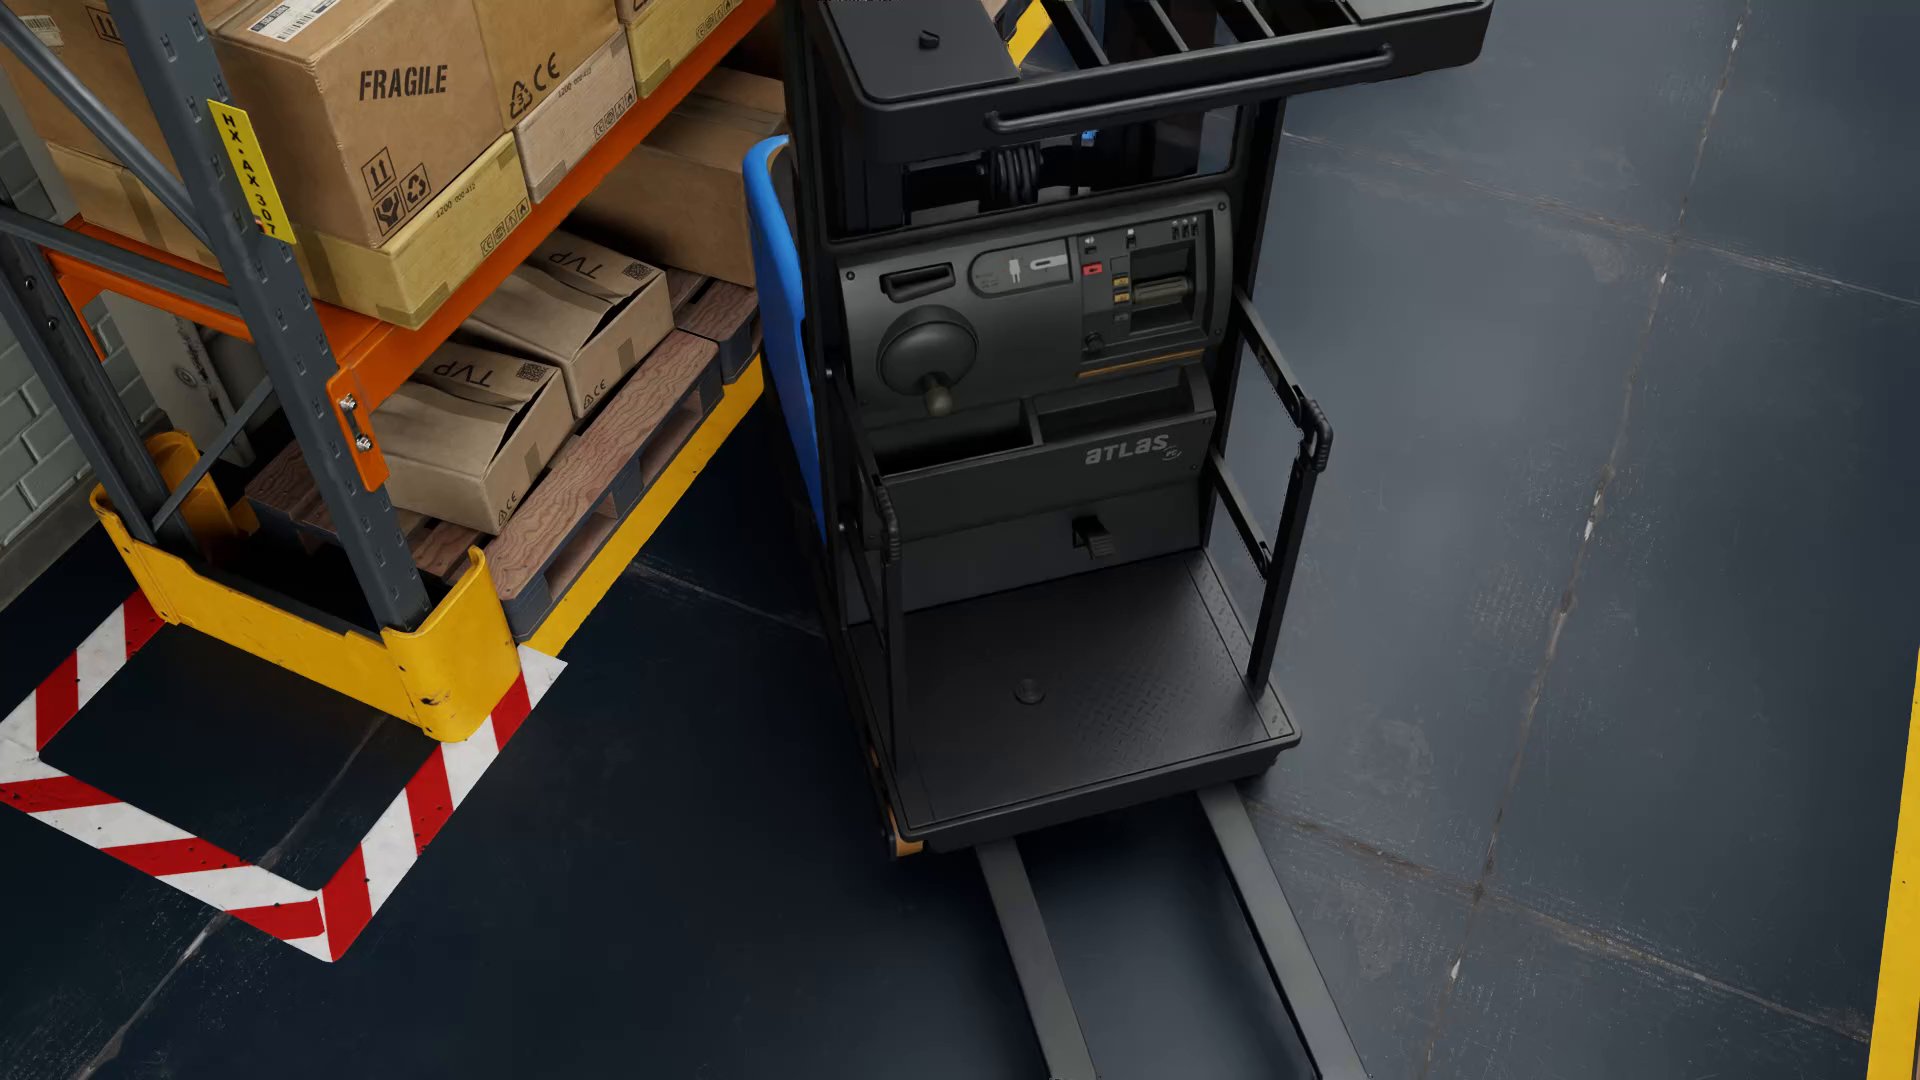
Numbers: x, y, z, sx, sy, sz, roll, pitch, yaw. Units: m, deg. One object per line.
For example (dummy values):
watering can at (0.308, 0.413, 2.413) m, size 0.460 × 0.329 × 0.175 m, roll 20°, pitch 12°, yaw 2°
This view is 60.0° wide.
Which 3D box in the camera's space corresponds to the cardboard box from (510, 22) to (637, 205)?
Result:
cardboard box at (-1.207, -1.183, 4.373) m, size 0.500 × 0.250 × 0.500 m, roll 18°, pitch 52°, yaw 15°

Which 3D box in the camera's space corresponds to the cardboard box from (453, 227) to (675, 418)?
cardboard box at (-1.291, -0.742, 5.388) m, size 0.500 × 0.311 × 0.500 m, roll 24°, pitch 54°, yaw 19°

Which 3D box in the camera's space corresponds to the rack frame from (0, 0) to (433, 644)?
rack frame at (-1.912, -0.631, 3.817) m, size 1.000 × 3.000 × 0.127 m, roll 20°, pitch 52°, yaw 16°

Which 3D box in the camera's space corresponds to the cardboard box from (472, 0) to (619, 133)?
cardboard box at (-1.216, -1.400, 4.064) m, size 0.500 × 0.500 × 0.500 m, roll 20°, pitch 52°, yaw 16°

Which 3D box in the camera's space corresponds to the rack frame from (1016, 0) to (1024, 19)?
rack frame at (-0.203, -3.385, 6.161) m, size 1.000 × 3.000 × 0.127 m, roll 20°, pitch 52°, yaw 16°

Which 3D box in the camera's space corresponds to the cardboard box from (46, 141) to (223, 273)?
cardboard box at (-1.887, -0.973, 4.194) m, size 0.500 × 0.250 × 0.500 m, roll 20°, pitch 53°, yaw 17°

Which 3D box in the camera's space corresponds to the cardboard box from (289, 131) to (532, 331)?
cardboard box at (-1.416, -0.821, 4.065) m, size 0.500 × 0.250 × 0.500 m, roll 18°, pitch 52°, yaw 15°

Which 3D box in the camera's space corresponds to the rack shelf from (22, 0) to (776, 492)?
rack shelf at (-1.057, -1.775, 5.263) m, size 1.077 × 0.370 × 4.000 m, roll 20°, pitch 52°, yaw 16°

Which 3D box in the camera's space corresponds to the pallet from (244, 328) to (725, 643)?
pallet at (-1.500, -0.327, 5.390) m, size 1.003 × 0.211 × 1.213 m, roll 20°, pitch 52°, yaw 16°

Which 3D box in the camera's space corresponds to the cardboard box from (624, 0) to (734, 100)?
cardboard box at (-0.984, -1.532, 4.670) m, size 0.500 × 0.250 × 0.500 m, roll 19°, pitch 52°, yaw 16°

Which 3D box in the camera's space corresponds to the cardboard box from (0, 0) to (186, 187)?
cardboard box at (-1.902, -1.225, 3.916) m, size 0.500 × 0.500 × 0.500 m, roll 19°, pitch 52°, yaw 16°

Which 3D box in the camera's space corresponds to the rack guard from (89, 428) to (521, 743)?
rack guard at (-1.879, 0.127, 4.814) m, size 1.175 × 0.500 × 0.348 m, roll 20°, pitch 52°, yaw 16°

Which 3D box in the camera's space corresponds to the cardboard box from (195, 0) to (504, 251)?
cardboard box at (-1.436, -1.062, 3.777) m, size 0.500 × 0.500 × 0.500 m, roll 20°, pitch 52°, yaw 16°

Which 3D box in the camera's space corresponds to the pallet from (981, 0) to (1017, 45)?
pallet at (-0.458, -2.007, 6.819) m, size 1.003 × 0.211 × 1.213 m, roll 20°, pitch 52°, yaw 16°

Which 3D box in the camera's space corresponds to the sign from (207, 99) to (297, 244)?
sign at (-1.421, -0.735, 3.337) m, size 0.100 × 0.325 × 0.005 m, roll 20°, pitch 52°, yaw 16°

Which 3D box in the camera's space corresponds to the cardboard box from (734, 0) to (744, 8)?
cardboard box at (-0.766, -1.880, 4.965) m, size 0.500 × 0.250 × 0.500 m, roll 20°, pitch 53°, yaw 16°

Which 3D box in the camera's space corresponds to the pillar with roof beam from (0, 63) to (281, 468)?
pillar with roof beam at (1.498, -1.937, 0.990) m, size 9.100 × 9.000 × 0.400 m, roll 20°, pitch 52°, yaw 16°

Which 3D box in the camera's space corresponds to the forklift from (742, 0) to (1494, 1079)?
forklift at (0.248, -0.437, 3.698) m, size 1.130 × 2.935 × 3.031 m, roll -12°, pitch 51°, yaw -10°

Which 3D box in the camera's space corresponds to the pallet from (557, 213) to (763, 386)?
pallet at (-0.978, -1.164, 6.102) m, size 1.003 × 0.211 × 1.213 m, roll 20°, pitch 52°, yaw 16°

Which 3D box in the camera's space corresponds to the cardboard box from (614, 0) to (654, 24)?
cardboard box at (-0.989, -1.753, 4.365) m, size 0.500 × 0.500 × 0.500 m, roll 18°, pitch 52°, yaw 15°

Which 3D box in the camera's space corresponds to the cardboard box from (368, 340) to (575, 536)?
cardboard box at (-1.535, -0.349, 5.054) m, size 0.500 × 0.311 × 0.500 m, roll 14°, pitch 51°, yaw 12°

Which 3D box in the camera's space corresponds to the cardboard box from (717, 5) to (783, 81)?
cardboard box at (-0.610, -1.990, 6.326) m, size 0.500 × 0.500 × 0.500 m, roll 16°, pitch 52°, yaw 13°

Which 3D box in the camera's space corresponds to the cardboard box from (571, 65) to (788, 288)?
cardboard box at (-0.932, -1.292, 5.732) m, size 0.700 × 0.500 × 0.500 m, roll 17°, pitch 52°, yaw 14°
